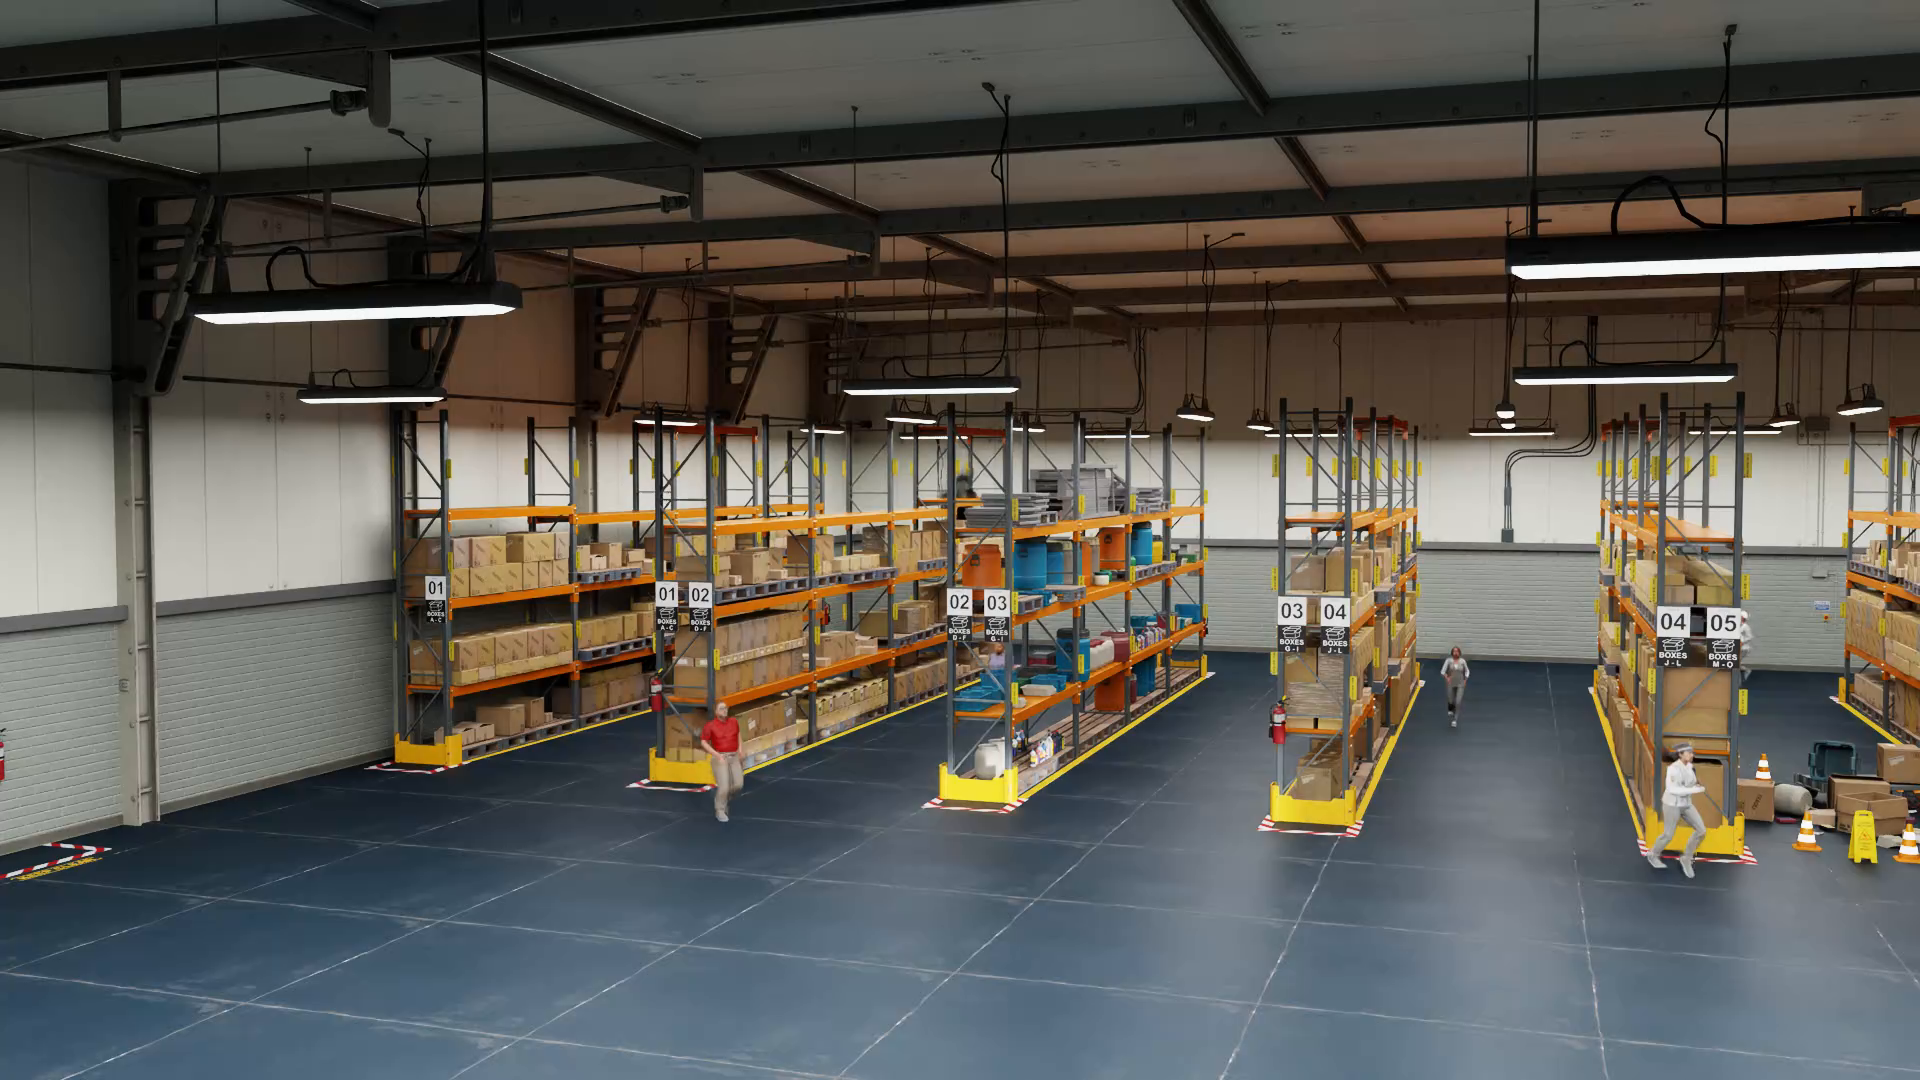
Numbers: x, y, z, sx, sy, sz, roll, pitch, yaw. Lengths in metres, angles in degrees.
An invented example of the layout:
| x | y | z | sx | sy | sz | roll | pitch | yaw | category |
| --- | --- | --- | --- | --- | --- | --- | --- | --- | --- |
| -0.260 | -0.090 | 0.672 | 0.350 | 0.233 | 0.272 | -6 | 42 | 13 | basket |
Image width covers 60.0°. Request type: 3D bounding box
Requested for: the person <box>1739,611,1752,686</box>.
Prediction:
| x | y | z | sx | sy | sz | roll | pitch | yaw | category |
| --- | --- | --- | --- | --- | --- | --- | --- | --- | --- |
| 18.000 | 2.497 | 38.342 | 0.612 | 1.721 | 0.659 | 0 | 2 | -2 | person |

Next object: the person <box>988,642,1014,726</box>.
| x | y | z | sx | sy | sz | roll | pitch | yaw | category |
| --- | --- | --- | --- | --- | --- | --- | --- | --- | --- |
| 0.799 | 2.812 | 32.492 | 0.571 | 1.664 | 0.762 | 1 | 3 | 20 | person |

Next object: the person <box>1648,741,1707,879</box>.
| x | y | z | sx | sy | sz | roll | pitch | yaw | category |
| --- | --- | --- | --- | --- | --- | --- | --- | --- | --- |
| 8.821 | 3.282 | 20.434 | 0.640 | 1.694 | 0.801 | -2 | 3 | -32 | person |

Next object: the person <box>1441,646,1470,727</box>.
| x | y | z | sx | sy | sz | roll | pitch | yaw | category |
| --- | --- | --- | --- | --- | --- | --- | --- | --- | --- |
| 9.631 | 2.839 | 32.328 | 0.534 | 1.553 | 0.557 | 1 | 3 | 13 | person |

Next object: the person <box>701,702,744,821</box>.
| x | y | z | sx | sy | sz | roll | pitch | yaw | category |
| --- | --- | --- | --- | --- | --- | --- | --- | --- | --- |
| -3.357 | 3.149 | 23.720 | 0.668 | 1.689 | 0.542 | -2 | 3 | -37 | person |
